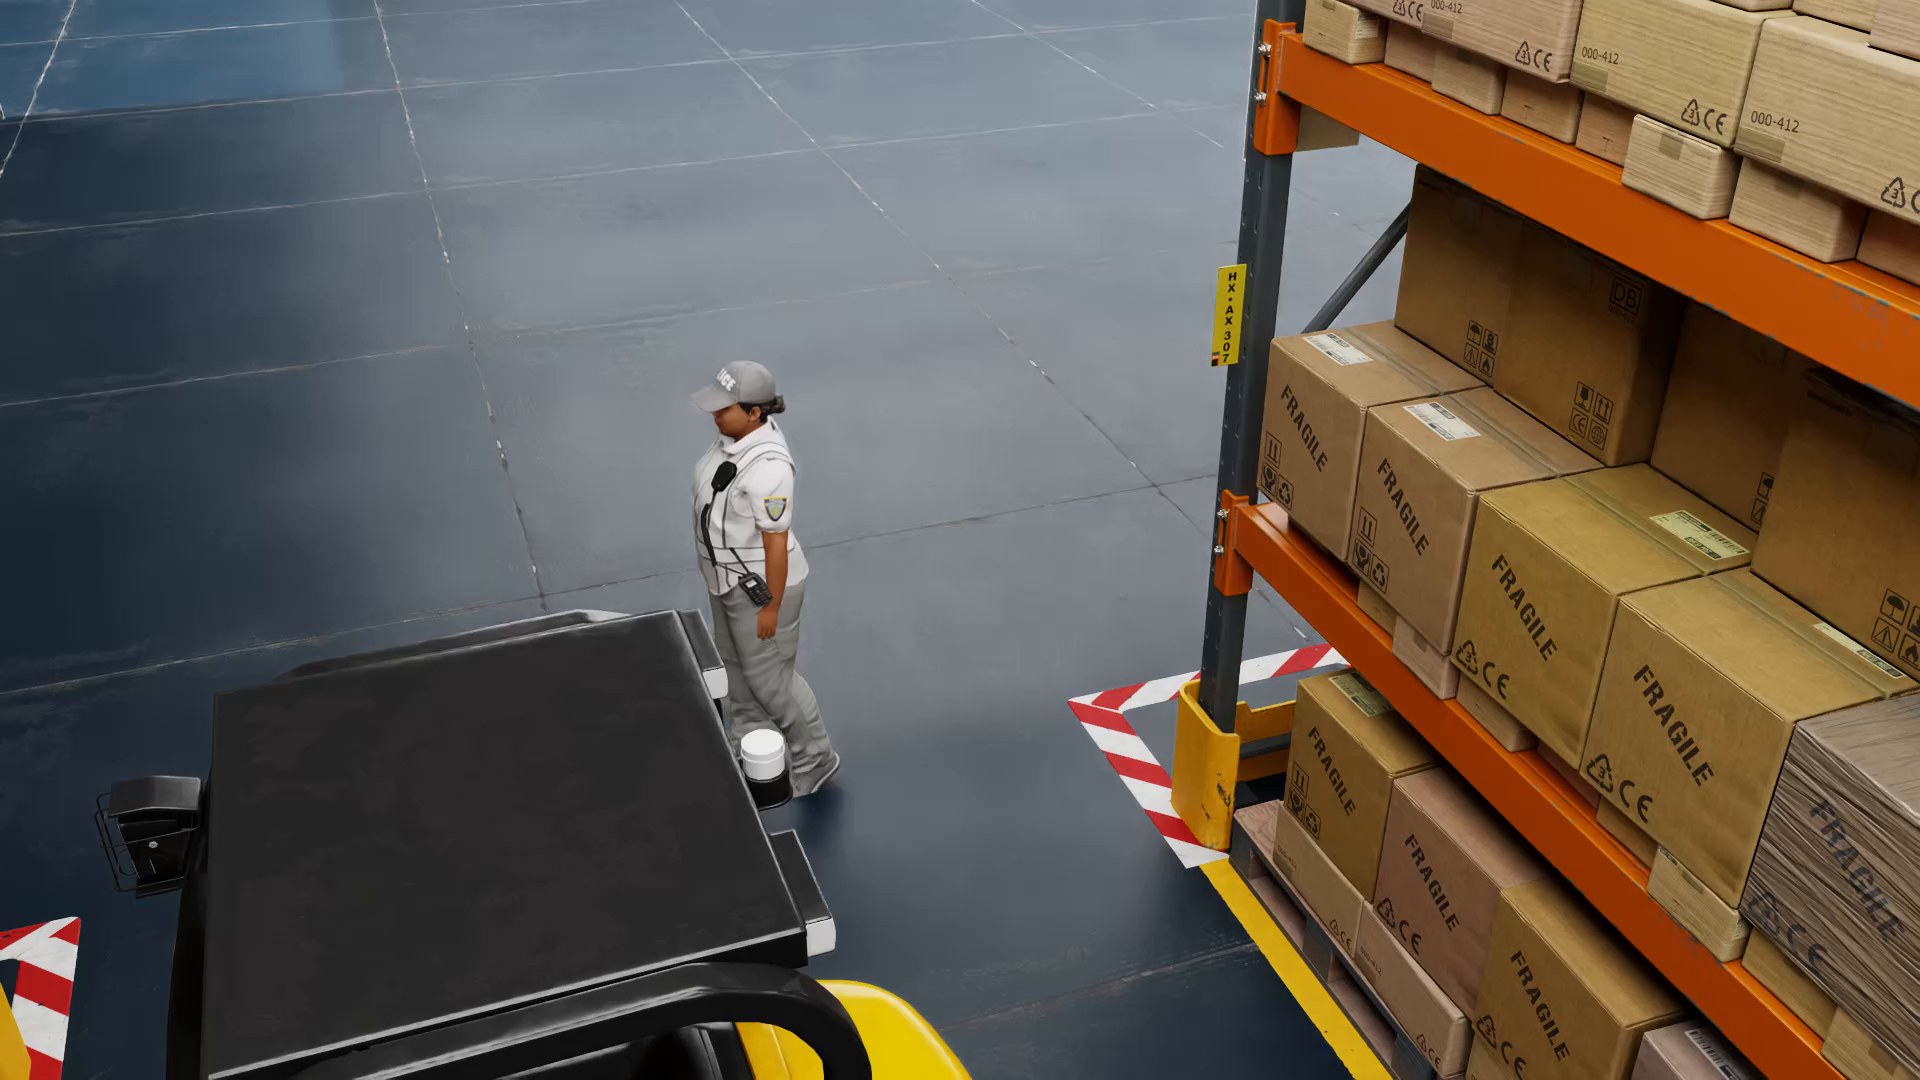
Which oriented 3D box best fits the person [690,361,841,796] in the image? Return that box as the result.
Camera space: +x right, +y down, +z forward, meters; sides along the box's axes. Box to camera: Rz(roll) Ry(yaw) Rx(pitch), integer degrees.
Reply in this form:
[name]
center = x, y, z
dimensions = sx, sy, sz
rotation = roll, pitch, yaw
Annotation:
[person]
center = -0.734, 0.157, 5.895
dimensions = 0.507, 1.707, 0.480
rotation = -10, 32, -17
